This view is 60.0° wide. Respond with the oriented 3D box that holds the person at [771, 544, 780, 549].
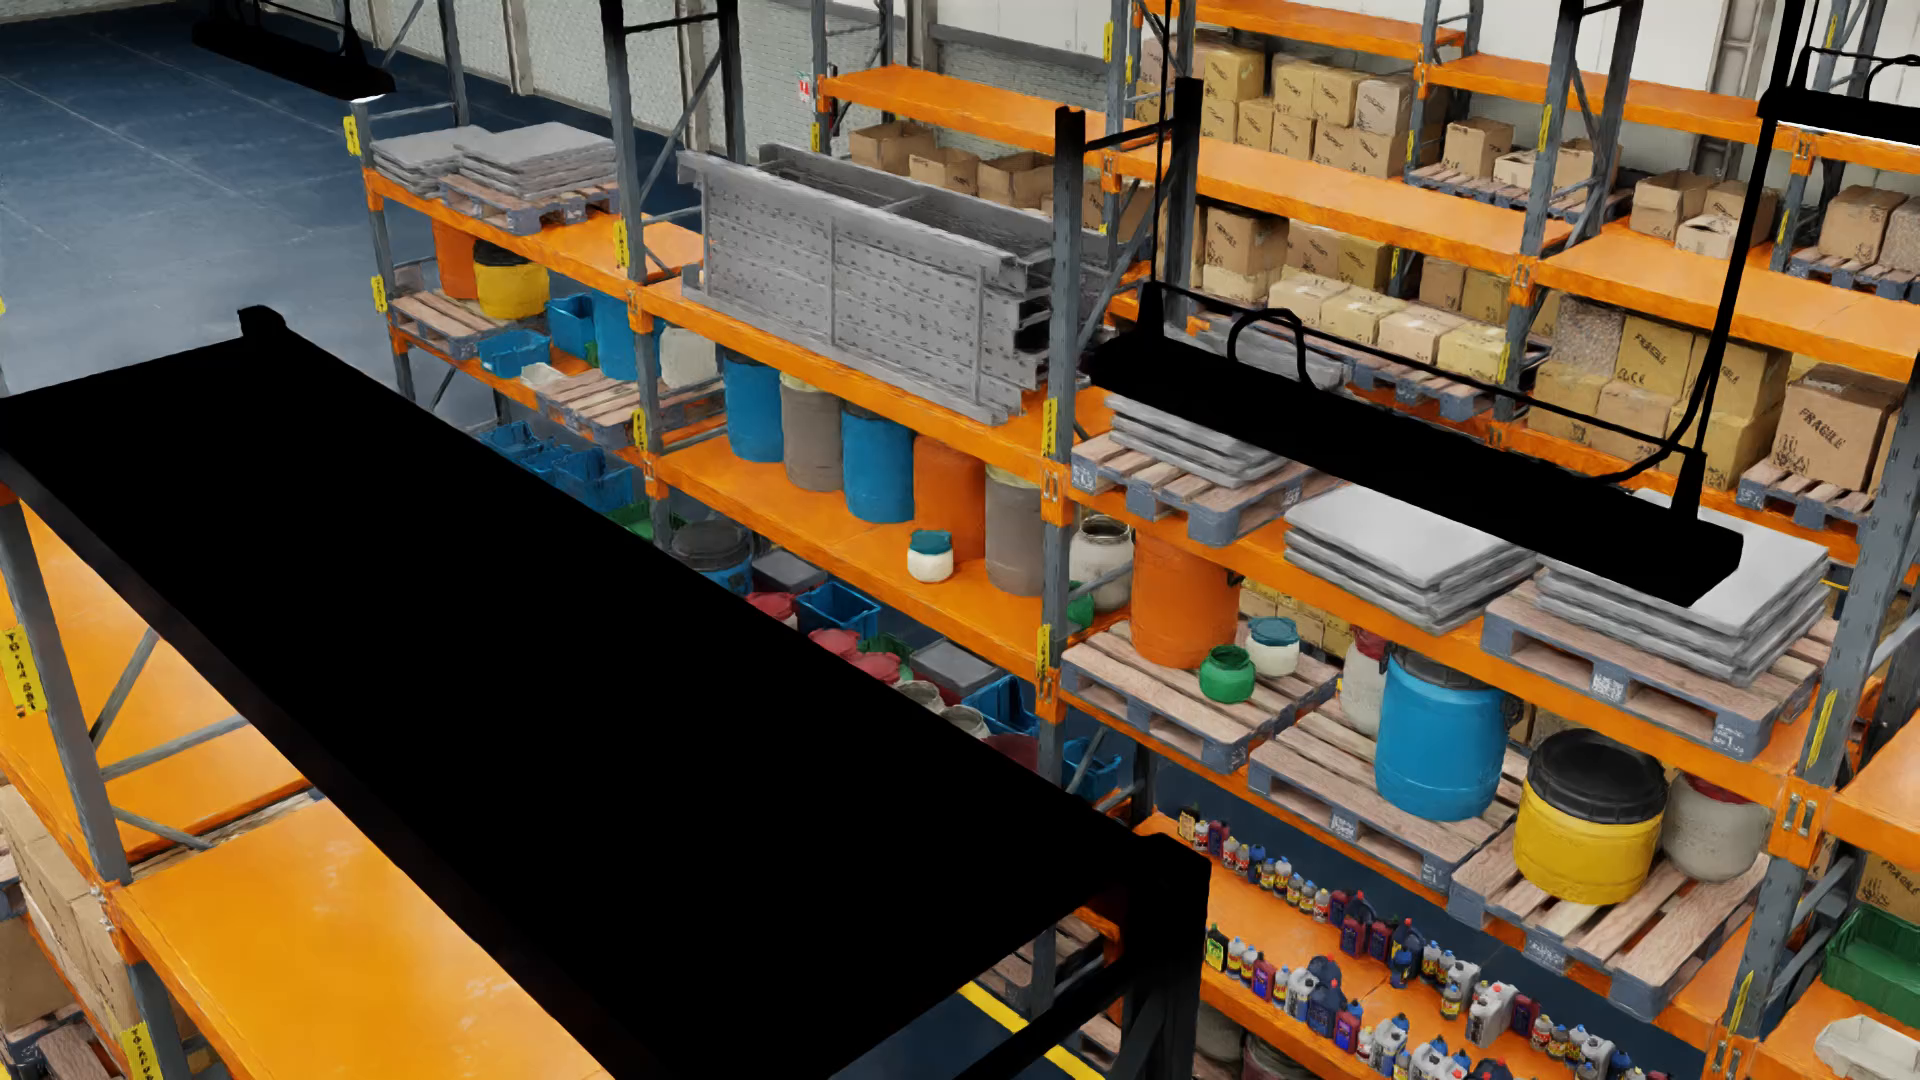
[{"bbox_3d":[-1.421,-0.668,16.288,0.809,1.698,0.713,14,31,24],"label":"person"}]
